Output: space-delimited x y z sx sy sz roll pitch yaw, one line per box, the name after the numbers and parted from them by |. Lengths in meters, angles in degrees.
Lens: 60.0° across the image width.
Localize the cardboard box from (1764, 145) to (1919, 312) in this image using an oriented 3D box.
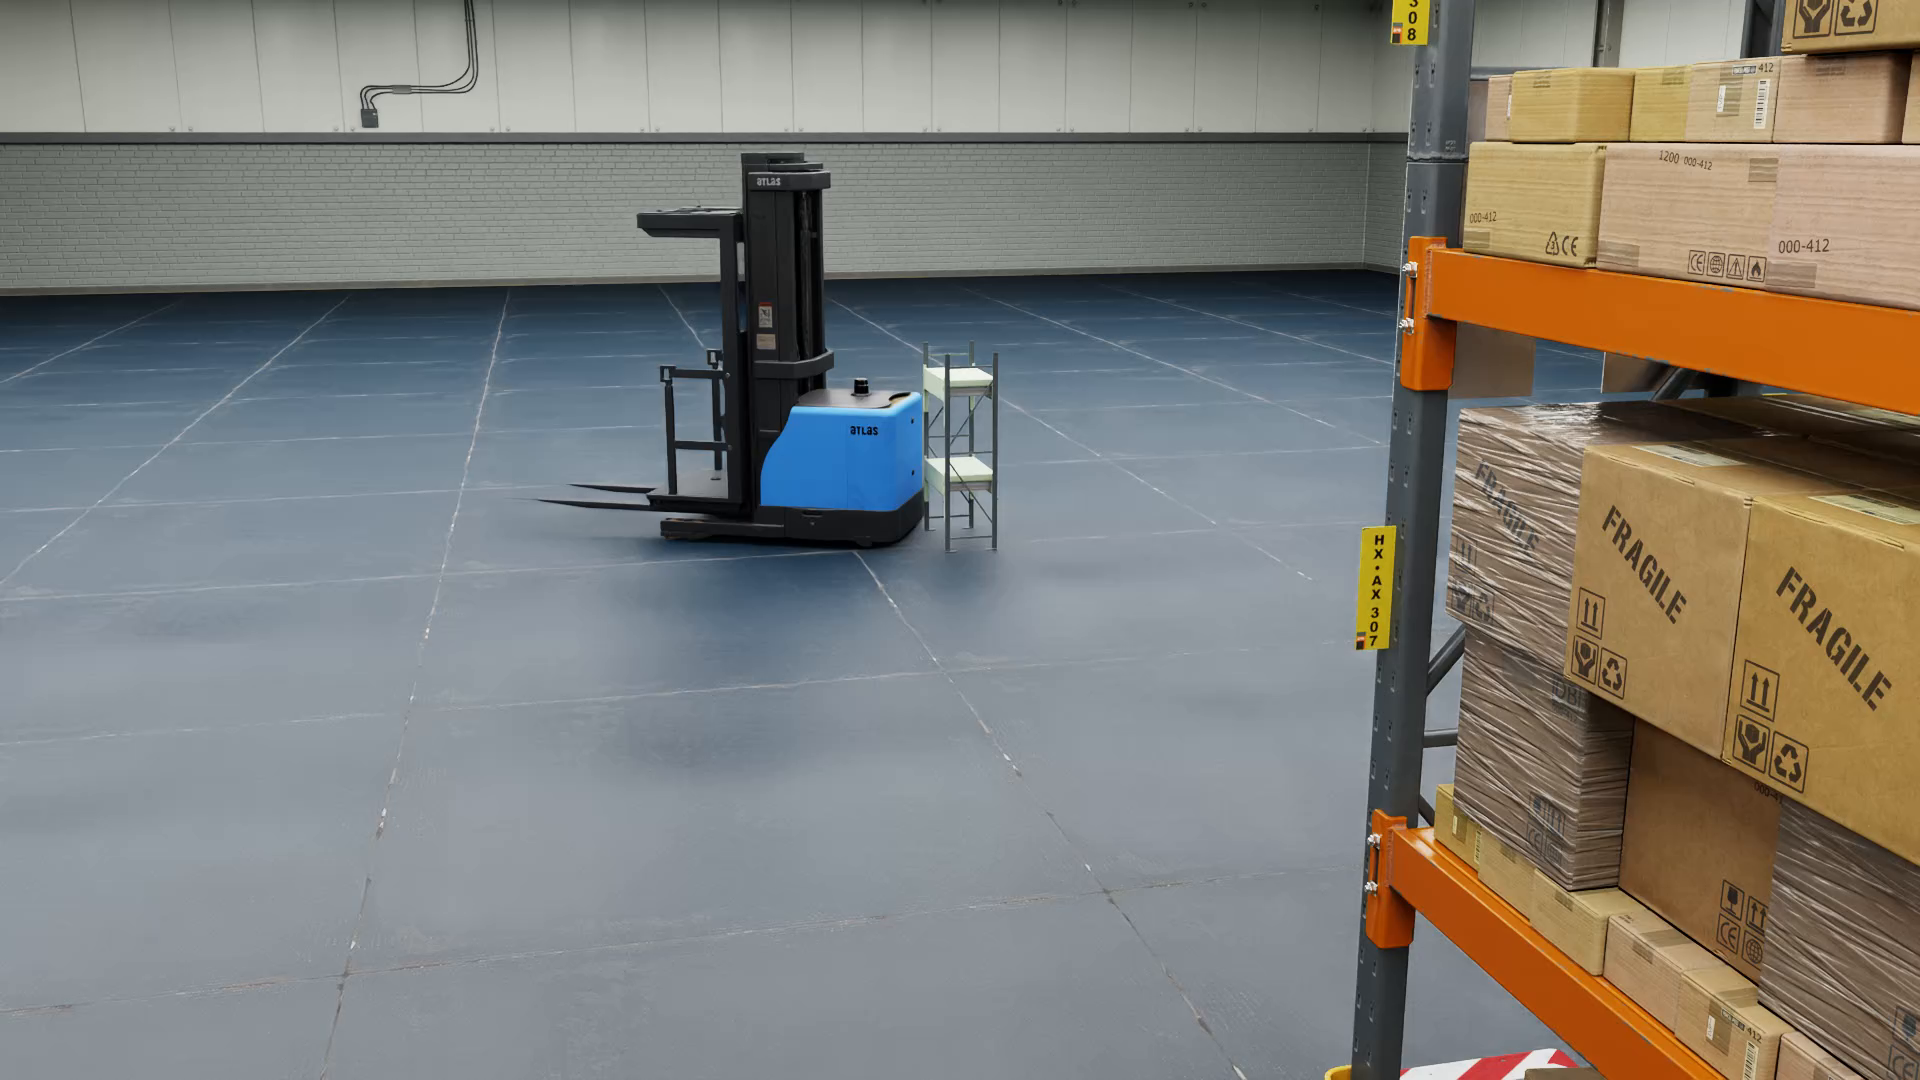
1.700 -0.511 2.694 0.500 0.250 0.500 -3 14 -13 | cardboard box

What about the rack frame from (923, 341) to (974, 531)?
-0.088 -0.815 13.101 0.400 1.500 0.023 -3 14 -13 | rack frame

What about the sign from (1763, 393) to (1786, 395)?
2.143 -0.228 4.433 0.100 0.325 0.005 -3 14 -13 | sign

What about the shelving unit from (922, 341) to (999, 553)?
-0.002 -0.730 12.755 0.431 1.500 0.755 -3 14 -13 | shelving unit

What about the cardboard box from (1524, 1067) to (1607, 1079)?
1.729 1.670 4.154 0.500 0.500 0.500 -1 14 -3 | cardboard box

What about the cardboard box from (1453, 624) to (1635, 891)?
1.701 0.450 3.927 0.875 0.500 0.500 -3 14 -13 | cardboard box

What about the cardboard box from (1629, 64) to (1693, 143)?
1.584 -0.870 3.325 0.380 0.149 0.250 -4 14 -14 | cardboard box

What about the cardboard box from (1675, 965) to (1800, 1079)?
1.649 0.948 3.258 0.380 0.149 0.250 -3 14 -13 | cardboard box

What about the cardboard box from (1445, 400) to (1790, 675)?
1.463 -0.022 3.753 0.500 0.500 0.500 -3 14 -13 | cardboard box

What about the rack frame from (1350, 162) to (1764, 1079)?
1.599 0.515 4.500 1.000 3.000 0.127 -3 14 -13 | rack frame

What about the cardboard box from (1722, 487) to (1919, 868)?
1.692 0.209 2.807 0.500 0.500 0.500 -3 14 -13 | cardboard box

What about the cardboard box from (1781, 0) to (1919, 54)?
1.685 -1.021 2.574 0.500 0.500 0.500 -3 14 -13 | cardboard box

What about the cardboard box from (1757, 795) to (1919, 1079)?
2.010 0.676 3.001 0.875 0.500 0.500 -3 14 -13 | cardboard box

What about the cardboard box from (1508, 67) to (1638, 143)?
1.405 -0.922 3.535 0.380 0.149 0.250 -3 14 -12 | cardboard box

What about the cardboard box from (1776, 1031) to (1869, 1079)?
1.734 1.004 3.028 0.380 0.149 0.250 -3 14 -13 | cardboard box

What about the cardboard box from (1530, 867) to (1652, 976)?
1.518 0.833 3.727 0.380 0.149 0.250 -3 14 -13 | cardboard box

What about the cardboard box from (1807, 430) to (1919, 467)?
2.091 0.064 3.401 0.500 0.500 0.500 -3 14 -13 | cardboard box

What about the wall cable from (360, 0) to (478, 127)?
-10.791 -11.211 32.687 2.305 6.003 0.169 -3 14 -13 | wall cable

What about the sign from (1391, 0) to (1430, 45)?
1.071 -1.337 3.917 0.100 0.325 0.005 -3 14 -13 | sign

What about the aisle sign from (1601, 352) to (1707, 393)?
1.876 -0.779 4.319 0.394 0.787 0.004 -3 14 -13 | aisle sign

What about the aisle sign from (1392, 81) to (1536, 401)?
1.292 -0.746 4.182 0.394 0.787 0.004 -3 14 -13 | aisle sign

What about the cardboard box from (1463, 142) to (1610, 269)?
1.460 -0.744 3.648 0.500 0.250 0.500 -3 14 -12 | cardboard box

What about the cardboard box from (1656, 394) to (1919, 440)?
1.968 -0.051 3.871 0.500 0.500 0.500 -3 14 -13 | cardboard box

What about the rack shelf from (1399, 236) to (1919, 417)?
2.068 -0.132 2.341 1.077 0.370 4.000 -3 14 -13 | rack shelf

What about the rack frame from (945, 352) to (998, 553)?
0.084 -0.646 12.410 0.400 1.500 0.023 -3 14 -13 | rack frame

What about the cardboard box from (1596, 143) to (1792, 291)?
1.588 -0.625 3.162 0.500 0.250 0.500 -4 14 -14 | cardboard box

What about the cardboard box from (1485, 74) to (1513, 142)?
1.438 -0.987 3.802 0.380 0.149 0.250 -3 14 -14 | cardboard box

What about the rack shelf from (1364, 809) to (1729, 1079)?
2.068 1.326 2.697 1.077 0.370 4.000 -3 14 -13 | rack shelf

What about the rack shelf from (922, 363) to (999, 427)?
-0.002 -1.109 12.663 0.431 0.370 0.720 -3 14 -13 | rack shelf

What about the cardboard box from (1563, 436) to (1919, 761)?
1.573 0.094 3.279 0.500 0.500 0.500 -3 14 -13 | cardboard box

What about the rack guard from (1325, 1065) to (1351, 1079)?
1.616 1.746 4.725 1.175 0.500 0.348 -3 14 -13 | rack guard

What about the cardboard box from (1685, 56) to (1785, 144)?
1.579 -0.803 3.051 0.380 0.149 0.250 -3 14 -11 | cardboard box

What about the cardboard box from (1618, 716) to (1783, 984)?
1.935 0.559 3.483 0.875 0.500 0.500 -3 14 -13 | cardboard box

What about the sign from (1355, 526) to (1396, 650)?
1.071 0.124 4.274 0.100 0.325 0.005 -3 14 -13 | sign

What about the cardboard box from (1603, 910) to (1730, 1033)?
1.597 0.889 3.495 0.380 0.149 0.250 -3 14 -13 | cardboard box

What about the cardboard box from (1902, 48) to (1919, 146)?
1.711 -0.685 2.566 0.380 0.149 0.250 -4 14 -16 | cardboard box

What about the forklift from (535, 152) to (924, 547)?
-1.852 -1.530 13.014 3.031 2.935 1.130 3 14 12 | forklift

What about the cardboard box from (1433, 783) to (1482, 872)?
1.434 0.716 4.207 0.380 0.149 0.250 -3 14 -13 | cardboard box

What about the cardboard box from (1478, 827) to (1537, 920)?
1.474 0.774 3.966 0.380 0.149 0.250 -3 14 -13 | cardboard box

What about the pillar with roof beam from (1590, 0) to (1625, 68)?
7.227 -8.411 28.395 9.100 9.000 0.400 -3 14 -13 | pillar with roof beam

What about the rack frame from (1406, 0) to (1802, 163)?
1.599 -2.400 3.788 1.000 3.000 0.127 -3 14 -13 | rack frame

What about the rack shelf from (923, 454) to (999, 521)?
-0.002 -0.413 12.833 0.431 0.370 0.720 -3 14 -13 | rack shelf

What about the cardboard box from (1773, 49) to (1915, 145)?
1.632 -0.747 2.821 0.380 0.149 0.250 -3 14 -13 | cardboard box
